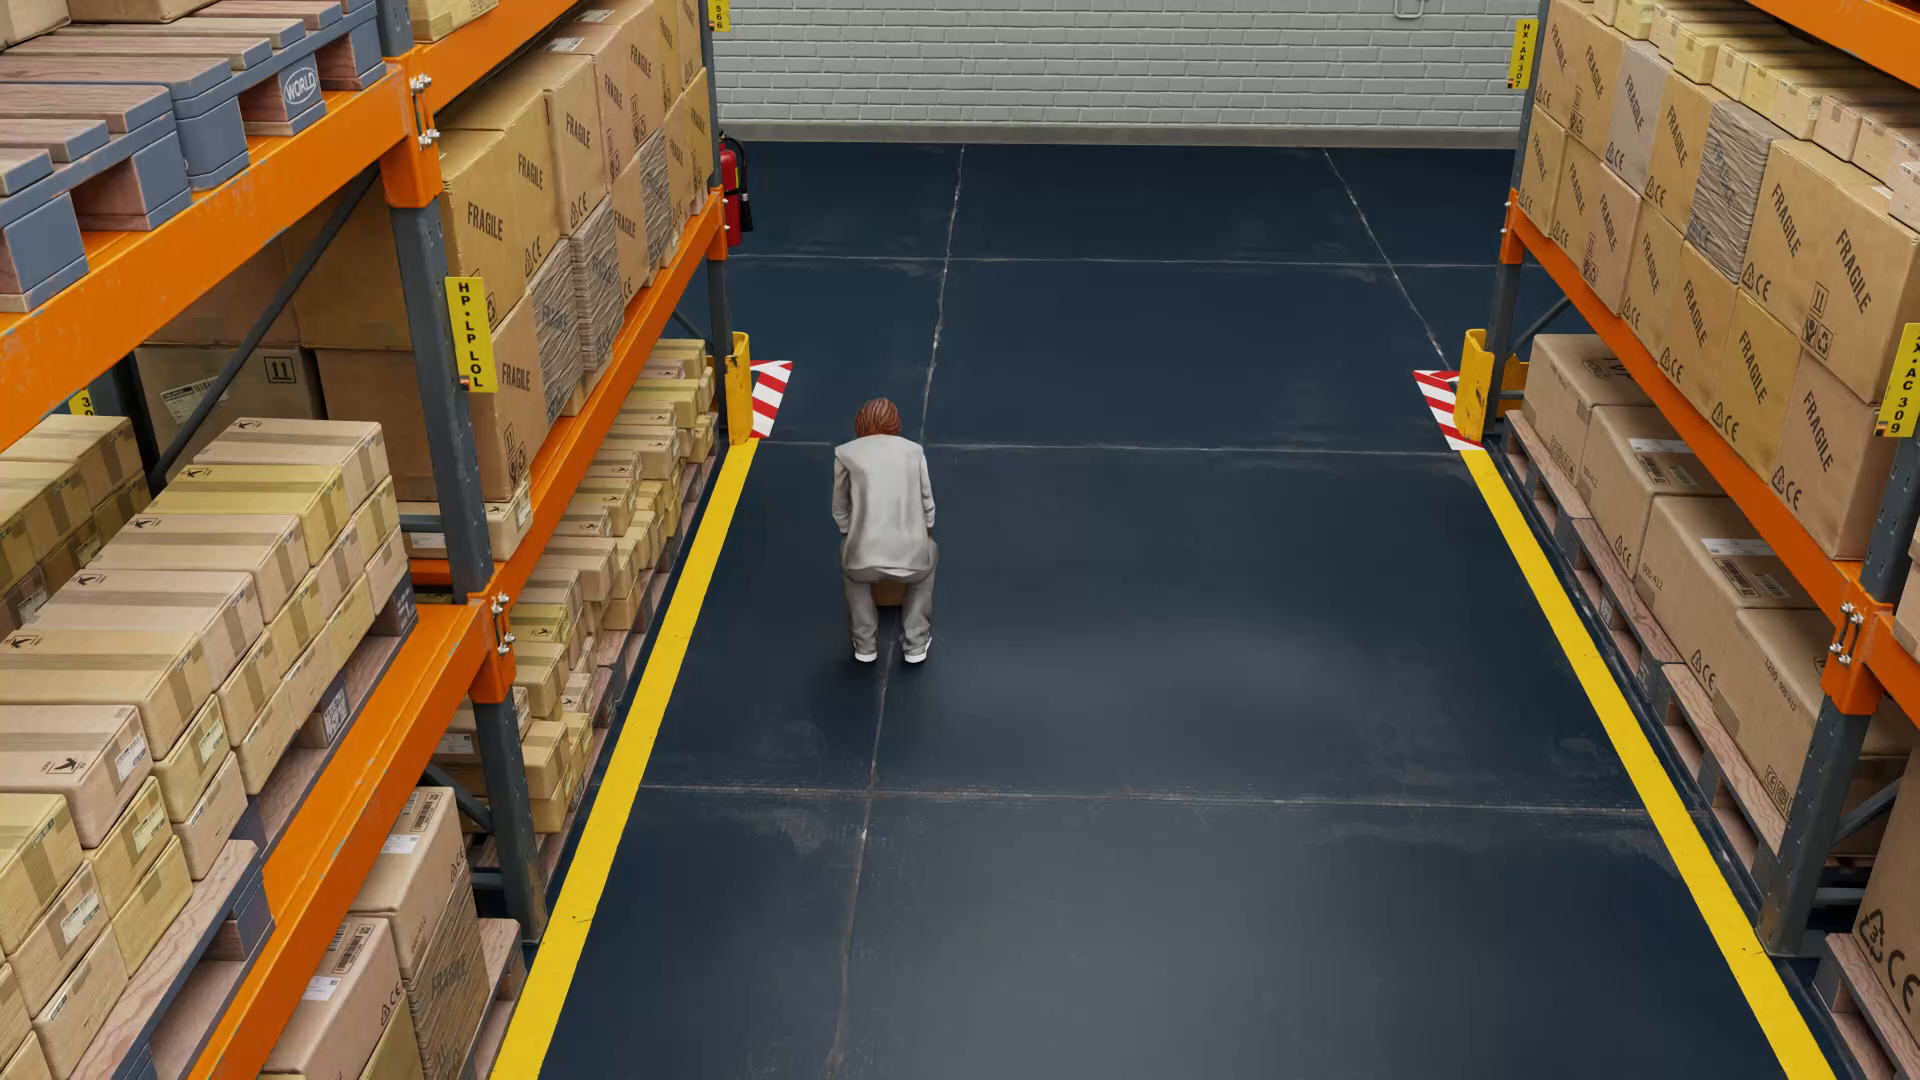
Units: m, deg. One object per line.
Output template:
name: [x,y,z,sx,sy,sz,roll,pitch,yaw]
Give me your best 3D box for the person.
person: [-0.314,0.008,6.822,0.453,0.931,0.780,1,28,1]
